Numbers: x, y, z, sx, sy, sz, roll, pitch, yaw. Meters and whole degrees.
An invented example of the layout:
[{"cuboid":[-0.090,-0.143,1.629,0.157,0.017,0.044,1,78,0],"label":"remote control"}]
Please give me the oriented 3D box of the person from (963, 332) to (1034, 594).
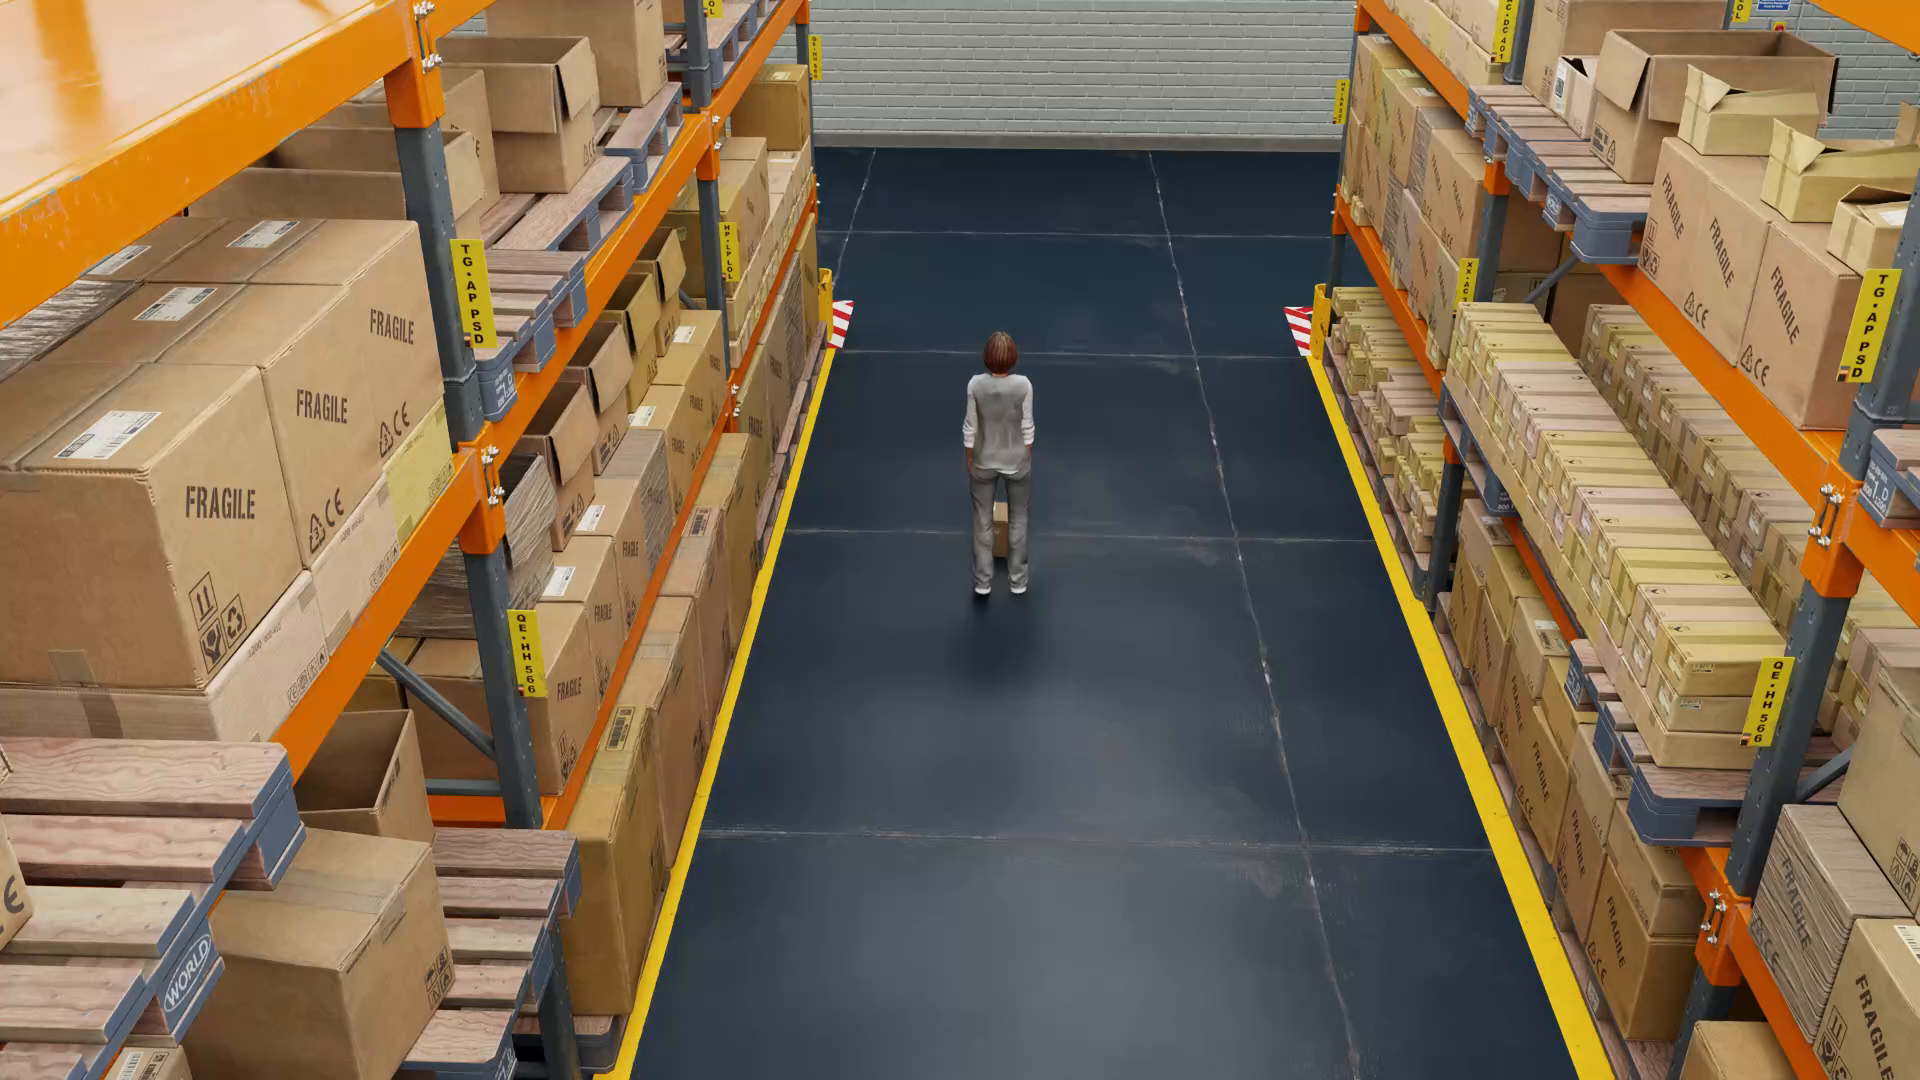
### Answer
[{"cuboid":[0.215,-0.430,9.435,0.404,1.598,0.312,2,28,3],"label":"person"}]
